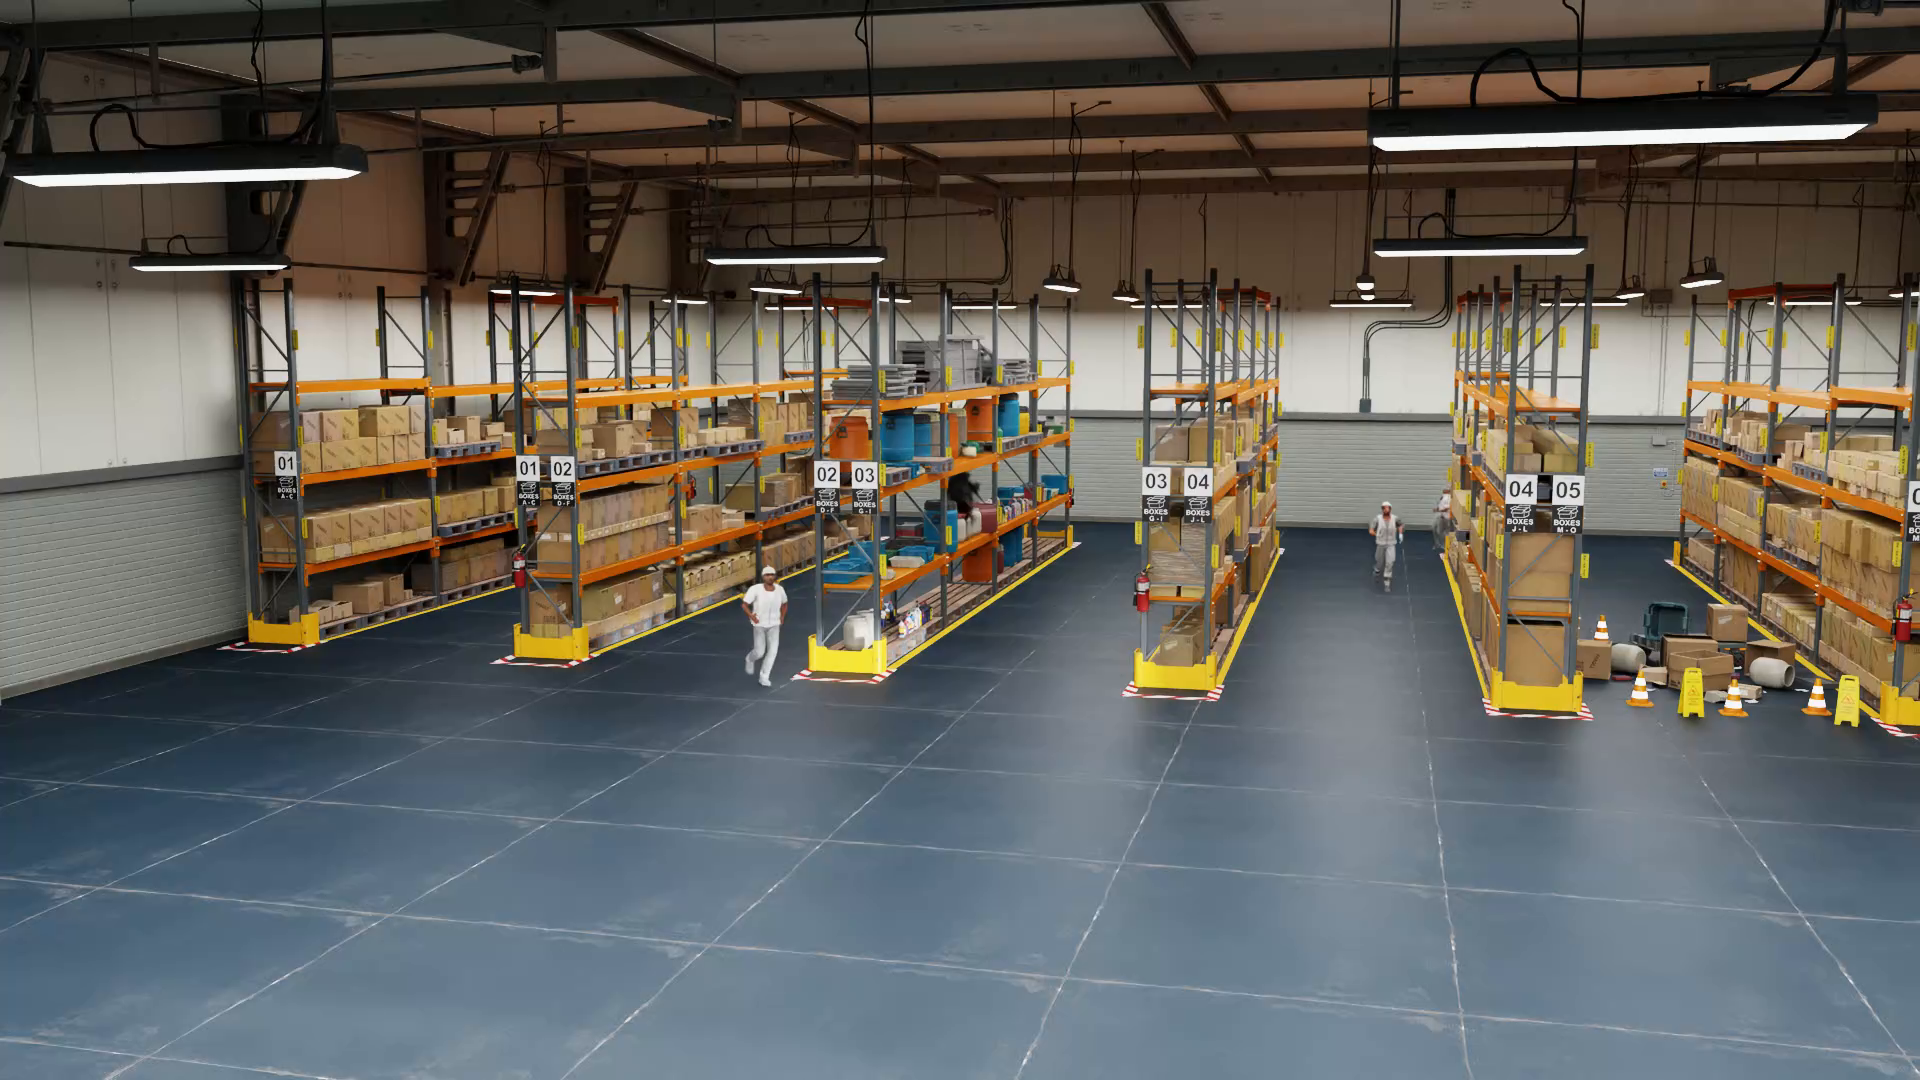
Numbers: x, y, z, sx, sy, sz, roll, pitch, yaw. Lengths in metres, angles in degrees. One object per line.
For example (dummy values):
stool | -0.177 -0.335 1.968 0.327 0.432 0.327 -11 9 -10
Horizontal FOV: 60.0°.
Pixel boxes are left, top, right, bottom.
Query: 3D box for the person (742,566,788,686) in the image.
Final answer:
person | -2.841 1.237 24.390 0.718 1.729 0.700 -3 8 -24

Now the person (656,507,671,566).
person | -6.089 0.085 34.355 0.564 1.620 0.569 0 7 3

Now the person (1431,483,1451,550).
person | 11.489 -0.541 39.605 0.549 1.669 0.714 3 7 21

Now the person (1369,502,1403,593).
person | 8.550 0.115 33.387 0.669 1.791 0.992 1 7 10
